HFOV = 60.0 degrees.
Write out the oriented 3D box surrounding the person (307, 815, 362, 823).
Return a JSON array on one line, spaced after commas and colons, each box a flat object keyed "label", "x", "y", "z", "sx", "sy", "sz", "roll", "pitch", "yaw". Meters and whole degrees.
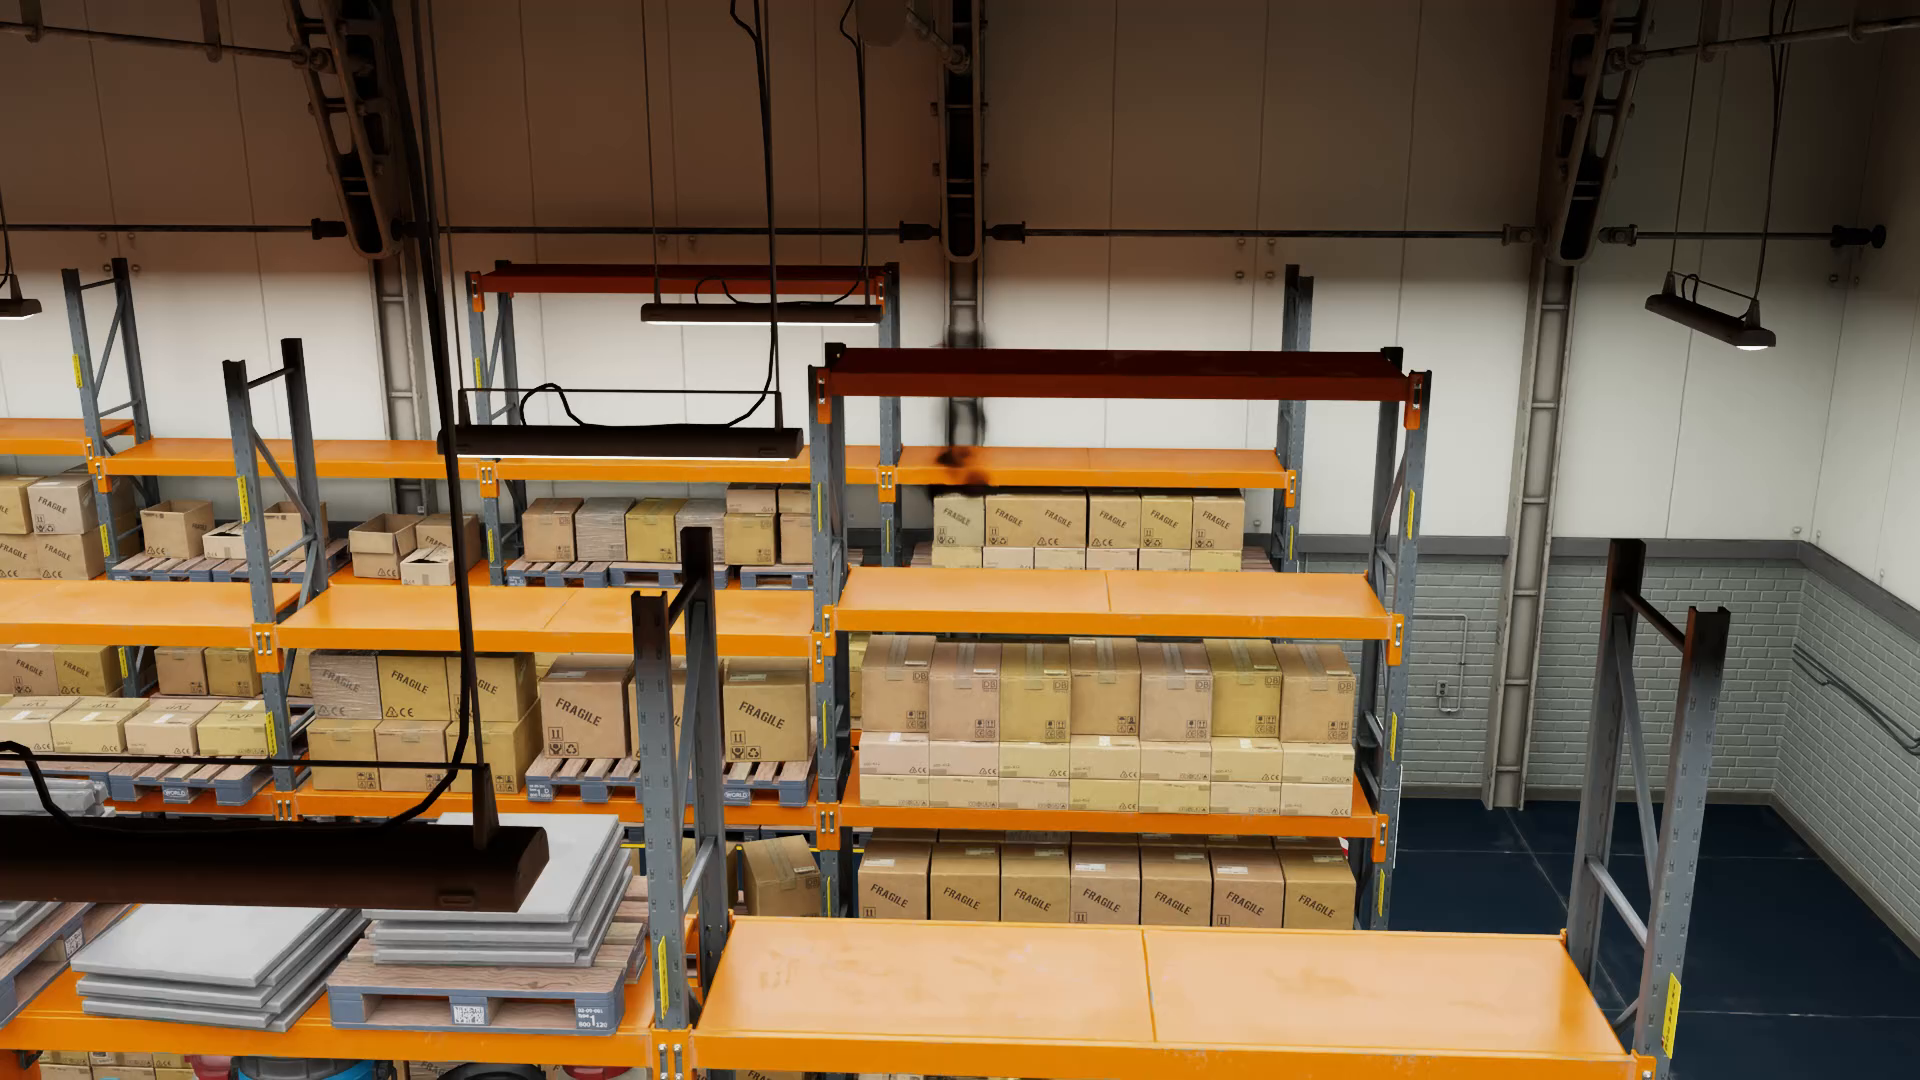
[{"label": "person", "x": -5.536, "y": 3.142, "z": 15.137, "sx": 0.837, "sy": 1.481, "sz": 0.637, "roll": -5, "pitch": 17, "yaw": -15}]
